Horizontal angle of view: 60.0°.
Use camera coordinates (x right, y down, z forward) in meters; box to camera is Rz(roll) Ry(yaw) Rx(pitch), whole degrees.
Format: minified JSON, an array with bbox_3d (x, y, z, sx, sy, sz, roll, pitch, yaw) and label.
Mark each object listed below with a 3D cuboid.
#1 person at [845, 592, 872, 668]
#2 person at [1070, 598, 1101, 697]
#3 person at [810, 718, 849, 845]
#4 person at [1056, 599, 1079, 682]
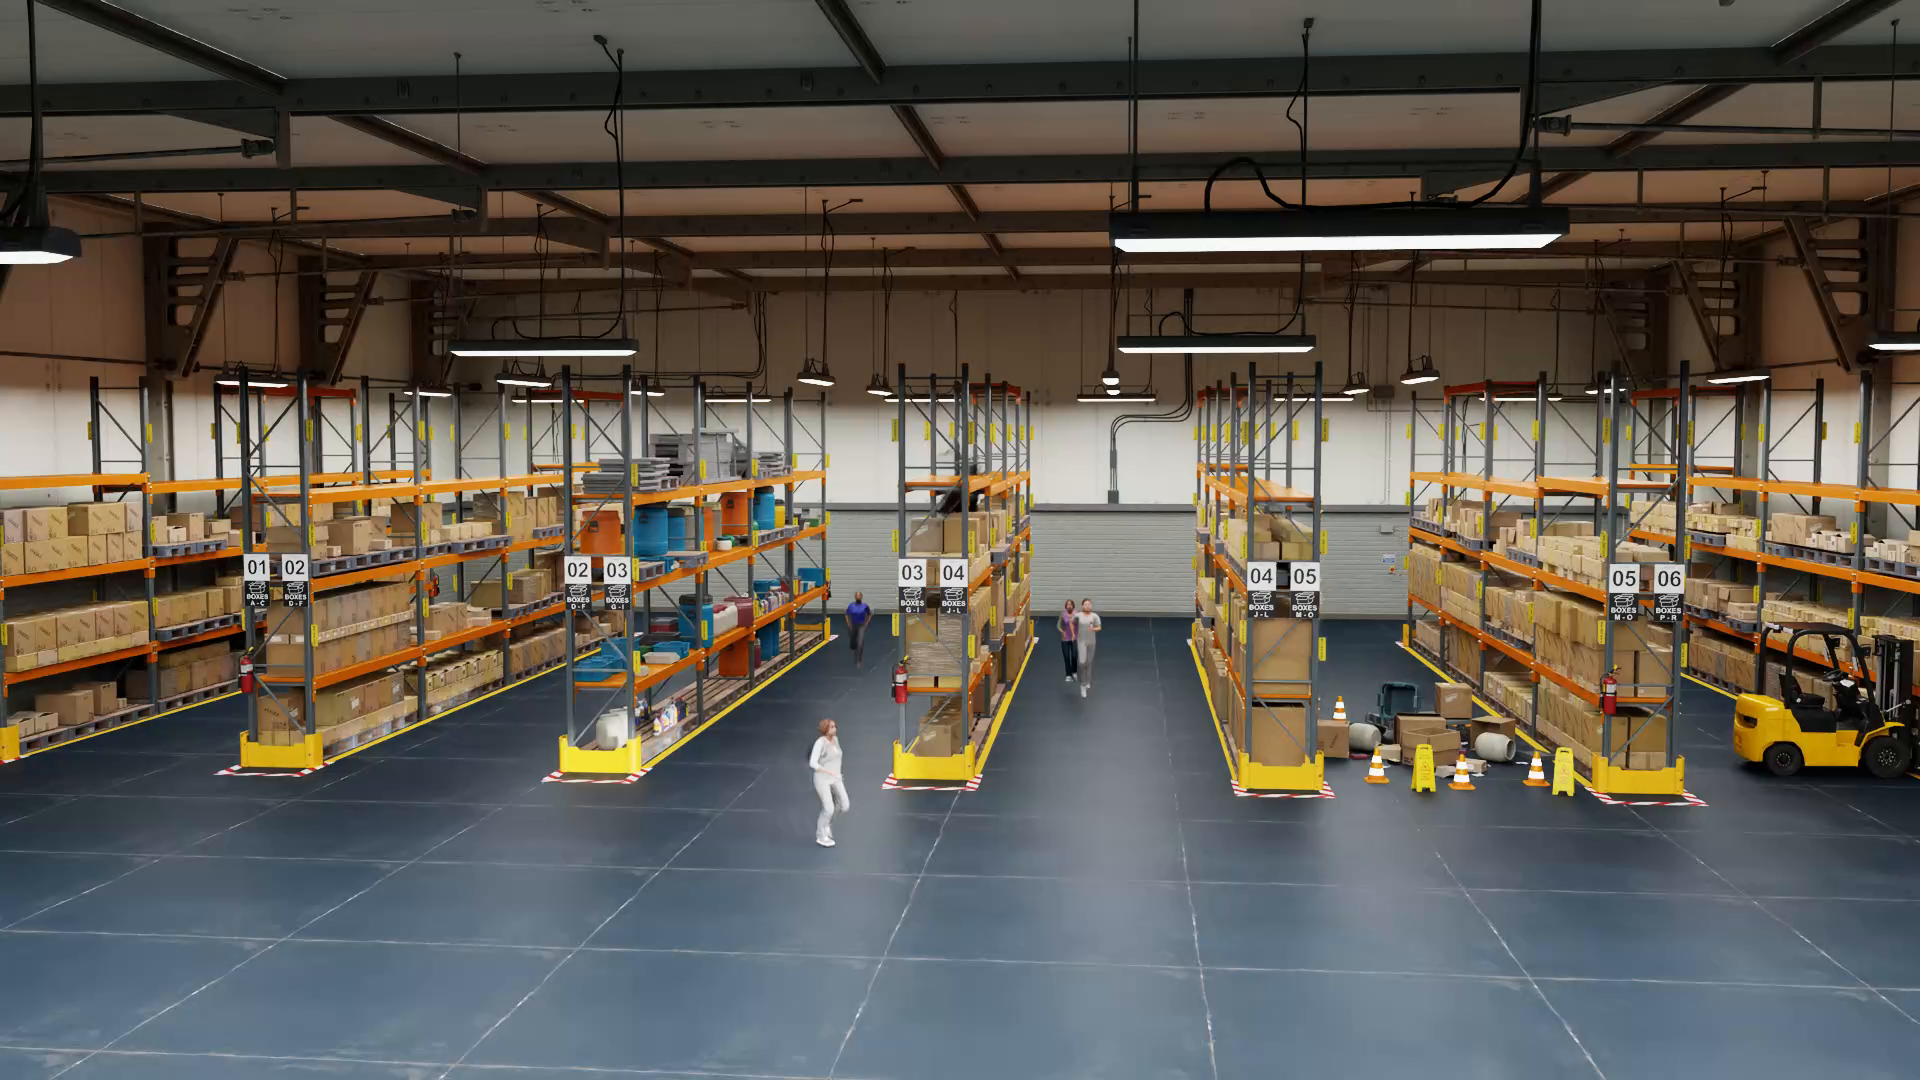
[{"bbox_3d":[-2.185,1.920,35.857,0.574,1.627,0.822,0,4,3],"label":"person"},{"bbox_3d":[2.300,1.943,30.335,0.533,1.773,0.723,0,4,-6],"label":"person"},{"bbox_3d":[-1.573,2.926,20.102,0.527,1.562,0.553,3,5,38],"label":"person"},{"bbox_3d":[2.099,1.923,31.406,0.577,1.570,0.592,0,4,6],"label":"person"}]
